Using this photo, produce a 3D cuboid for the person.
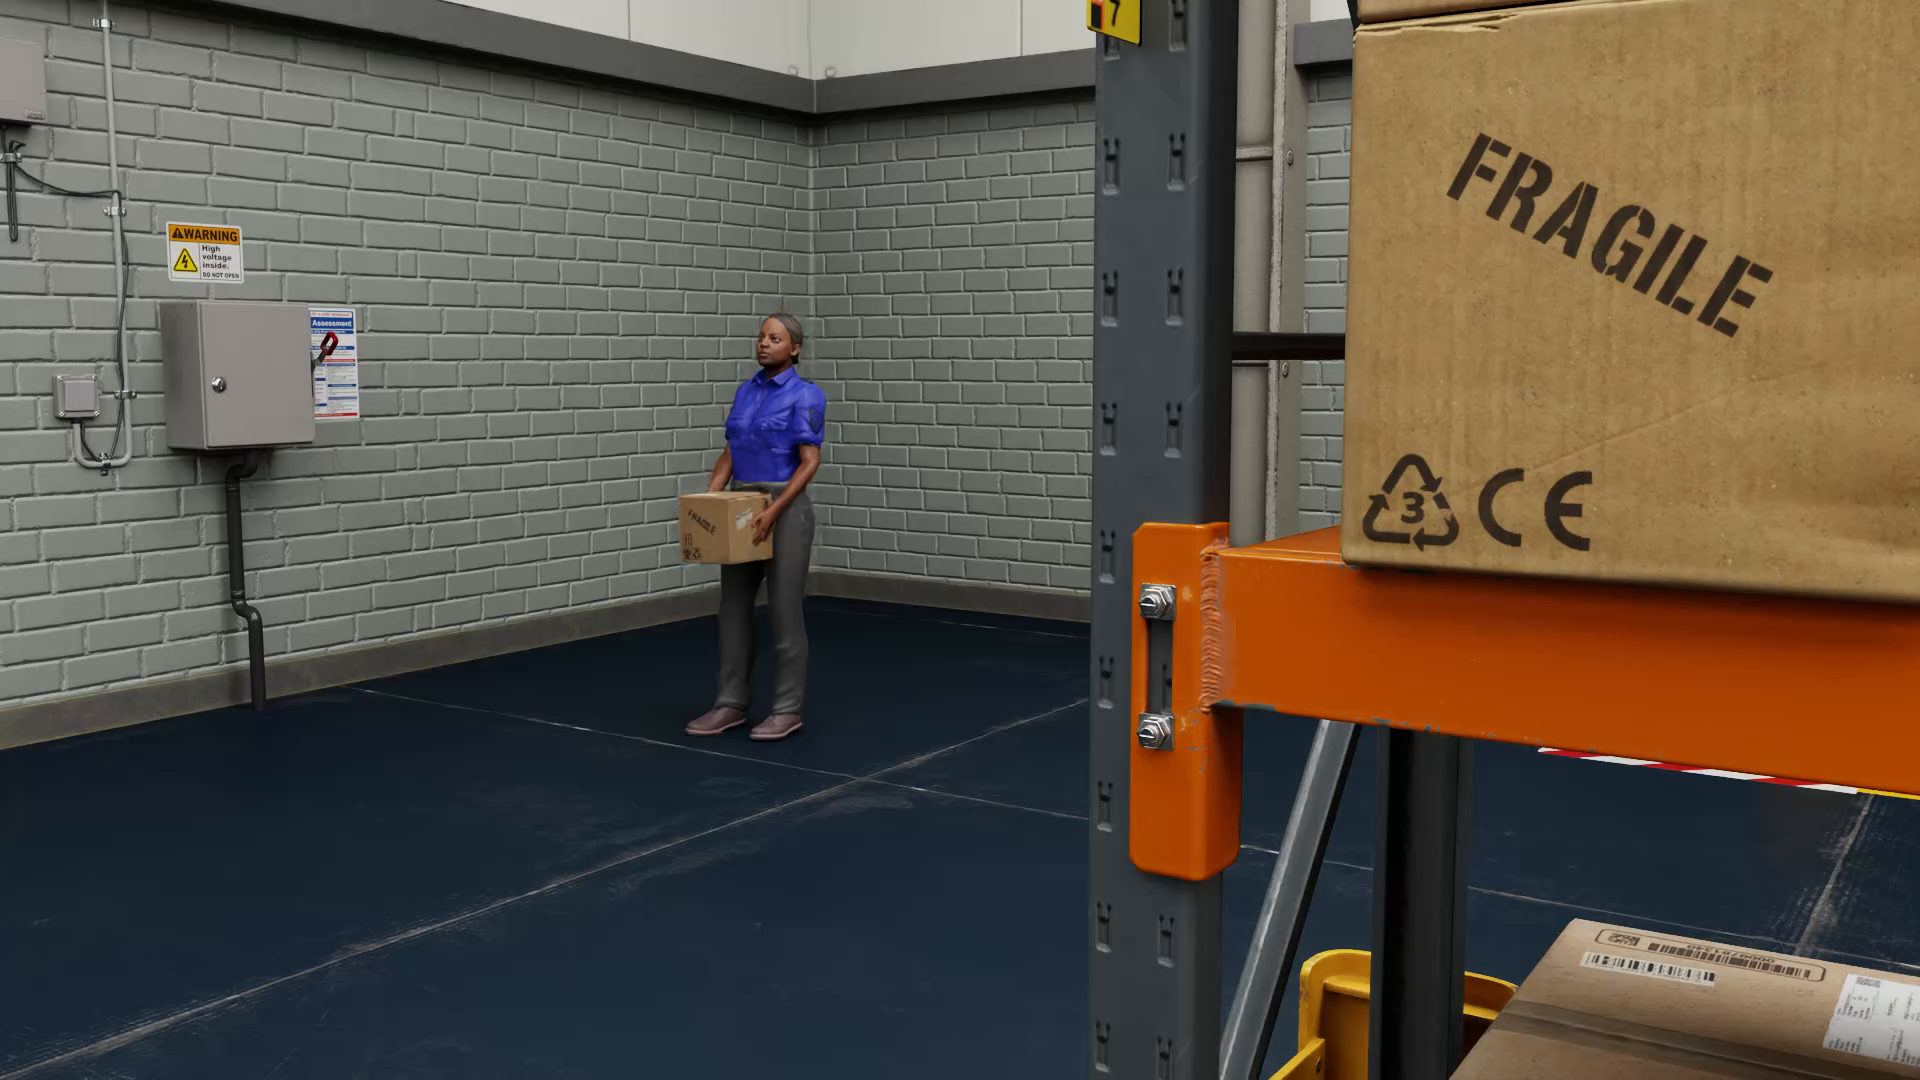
[{"bbox_3d":[-0.783,-0.055,6.505,0.512,1.658,0.441,4,8,33],"label":"person"}]
